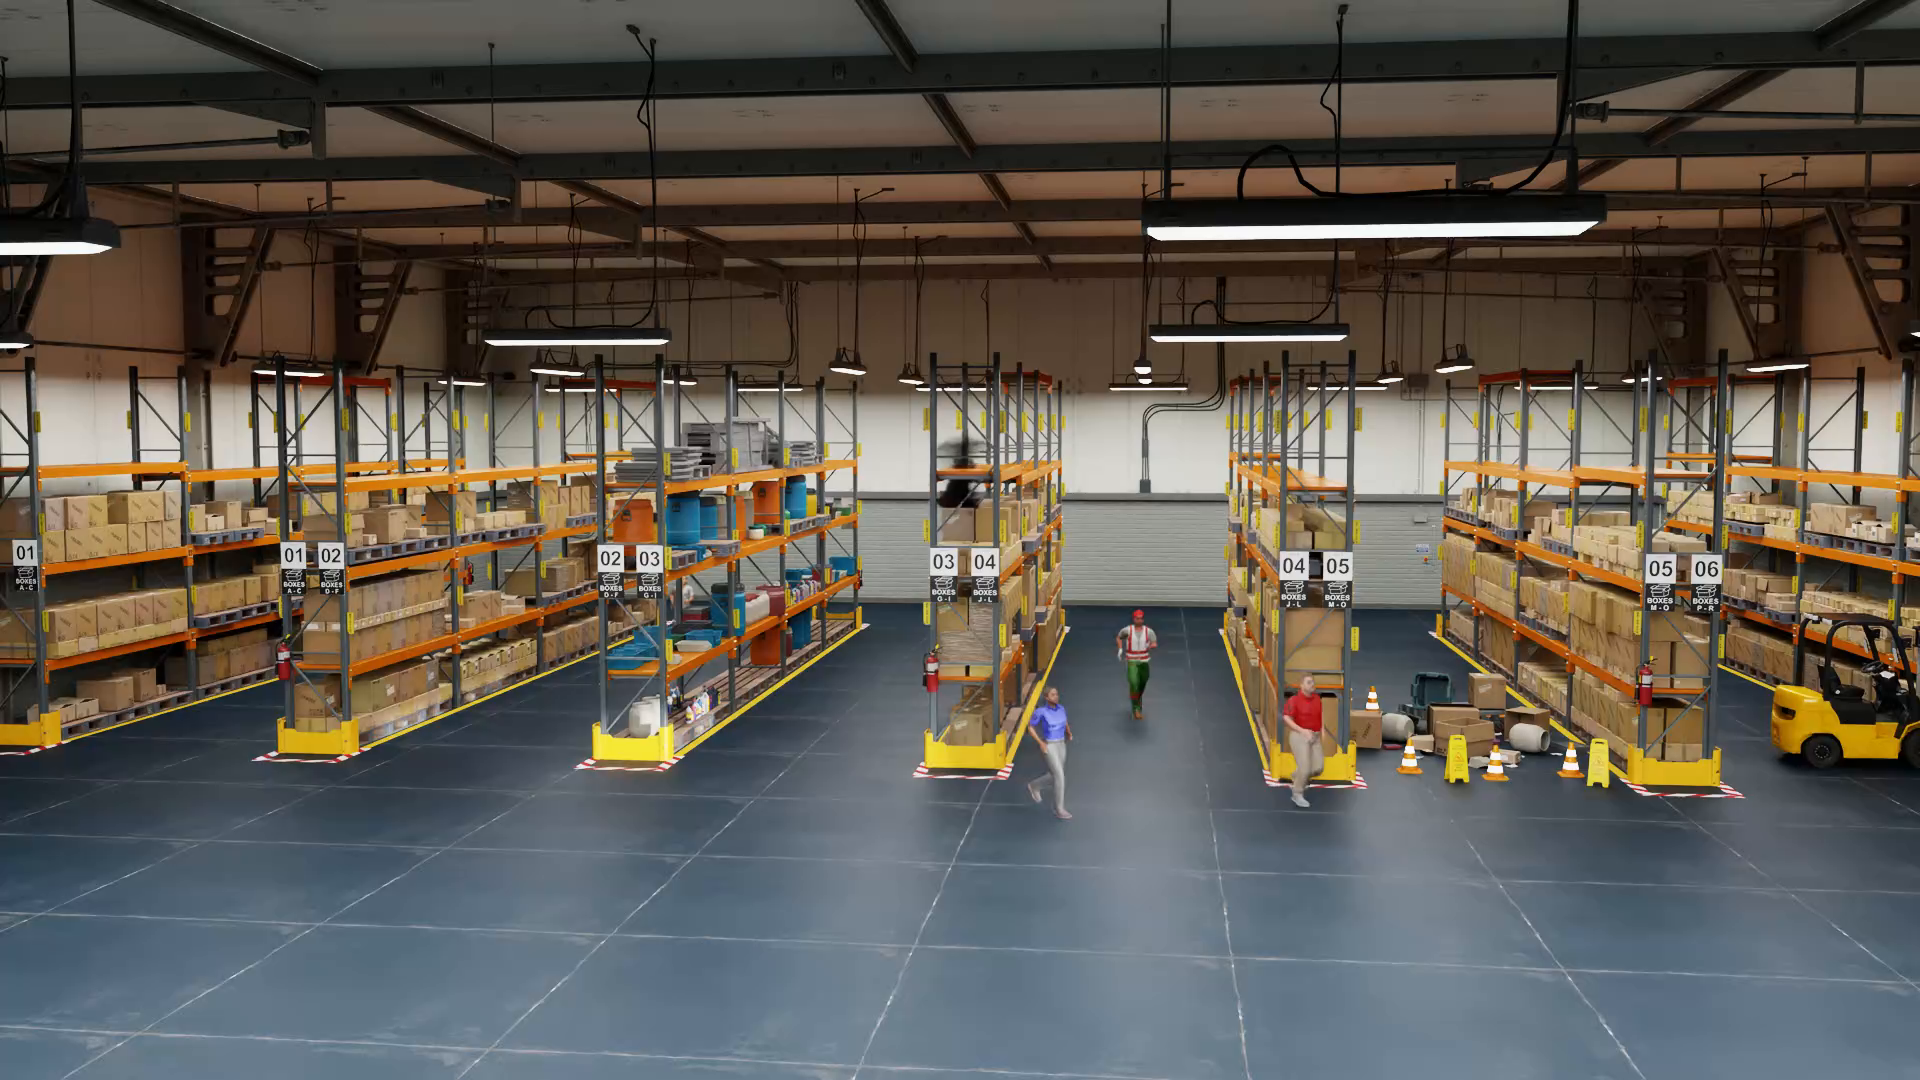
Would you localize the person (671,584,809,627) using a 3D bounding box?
[{"bbox_3d":[-4.809,1.651,36.172,3.033,1.547,2.187,0,4,-6],"label":"person"}]

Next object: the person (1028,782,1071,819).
[{"bbox_3d":[1.148,3.304,21.332,0.129,0.423,0.783,-3,5,-39],"label":"person"}]

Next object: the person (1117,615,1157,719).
[{"bbox_3d":[3.026,2.099,28.275,0.651,1.740,0.983,0,4,-6],"label":"person"}]

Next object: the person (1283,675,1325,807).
[{"bbox_3d":[4.511,2.604,21.708,0.705,1.692,0.635,-2,5,-31],"label":"person"}]
